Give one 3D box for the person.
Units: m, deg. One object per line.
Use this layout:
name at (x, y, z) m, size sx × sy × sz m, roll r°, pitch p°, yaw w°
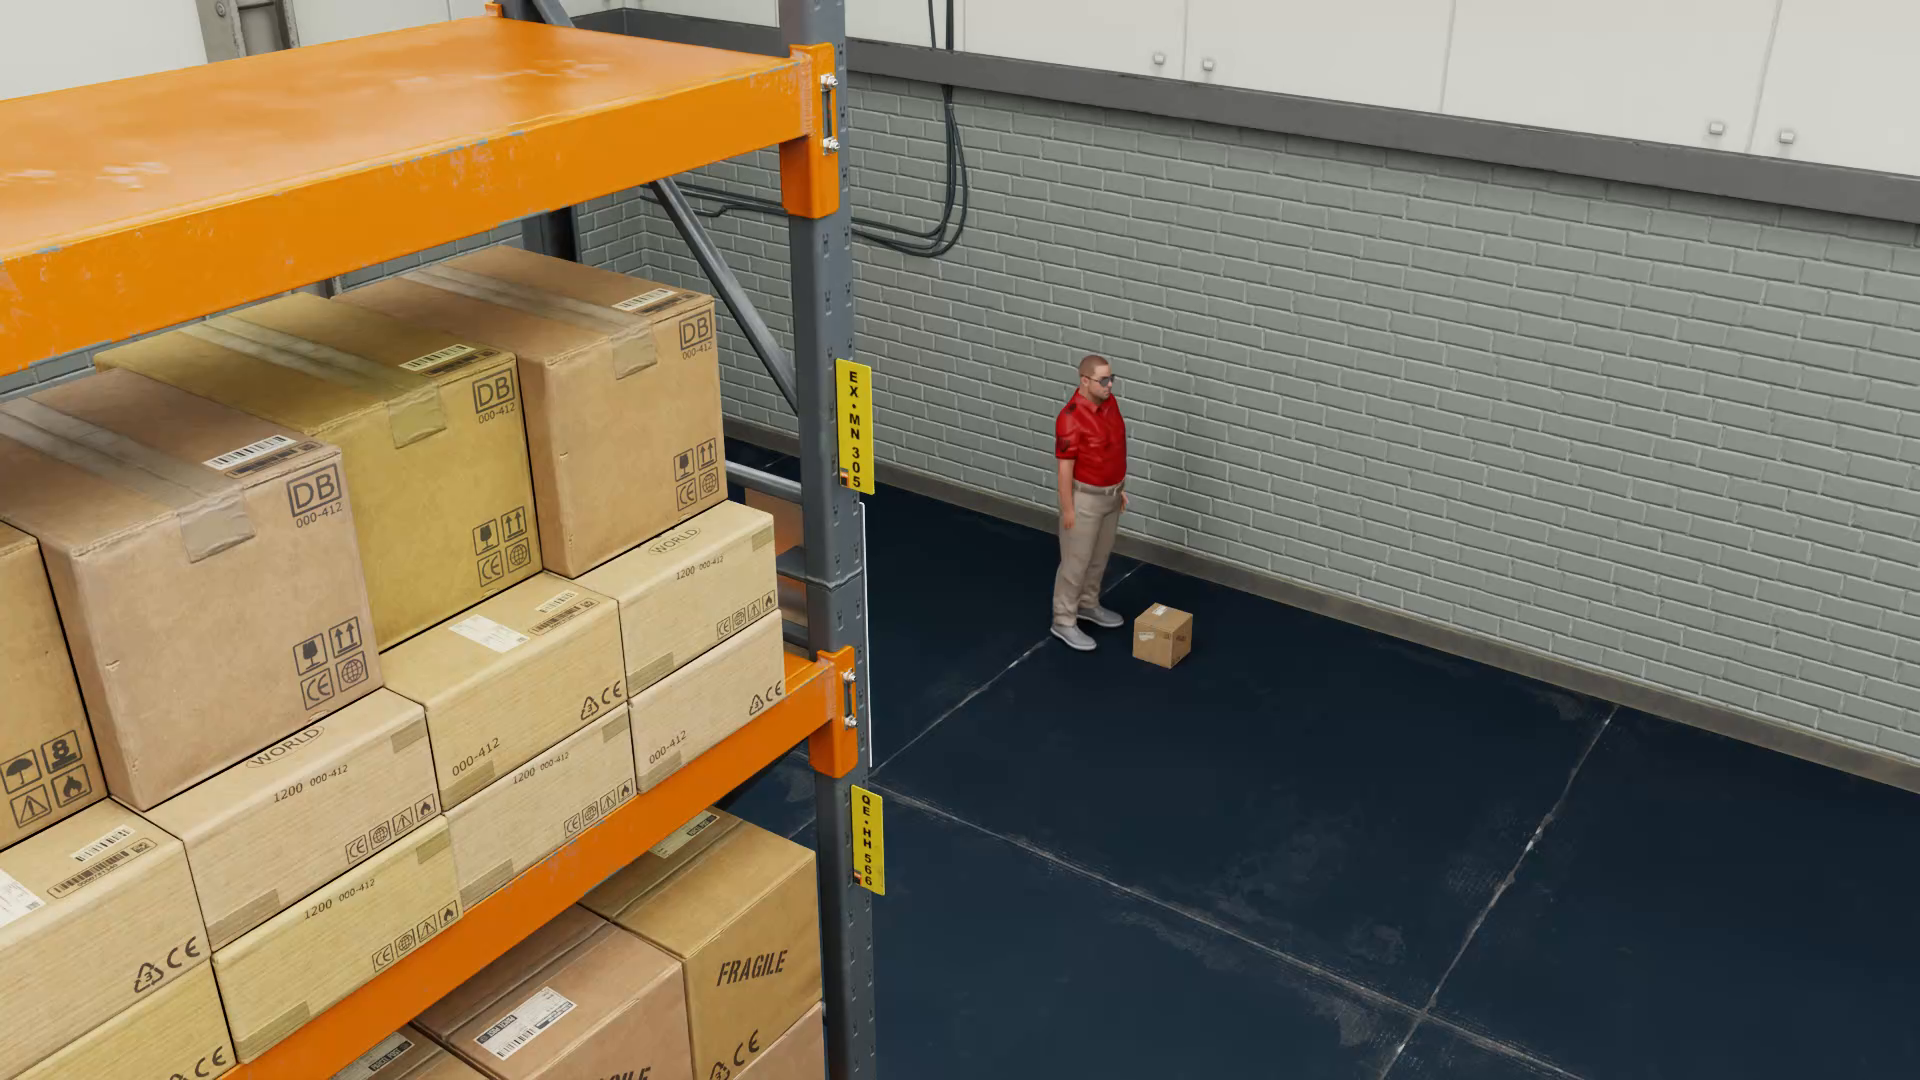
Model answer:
person at (0.777, -0.234, 9.591) m, size 0.361 × 1.732 × 0.533 m, roll 18°, pitch 32°, yaw 32°
